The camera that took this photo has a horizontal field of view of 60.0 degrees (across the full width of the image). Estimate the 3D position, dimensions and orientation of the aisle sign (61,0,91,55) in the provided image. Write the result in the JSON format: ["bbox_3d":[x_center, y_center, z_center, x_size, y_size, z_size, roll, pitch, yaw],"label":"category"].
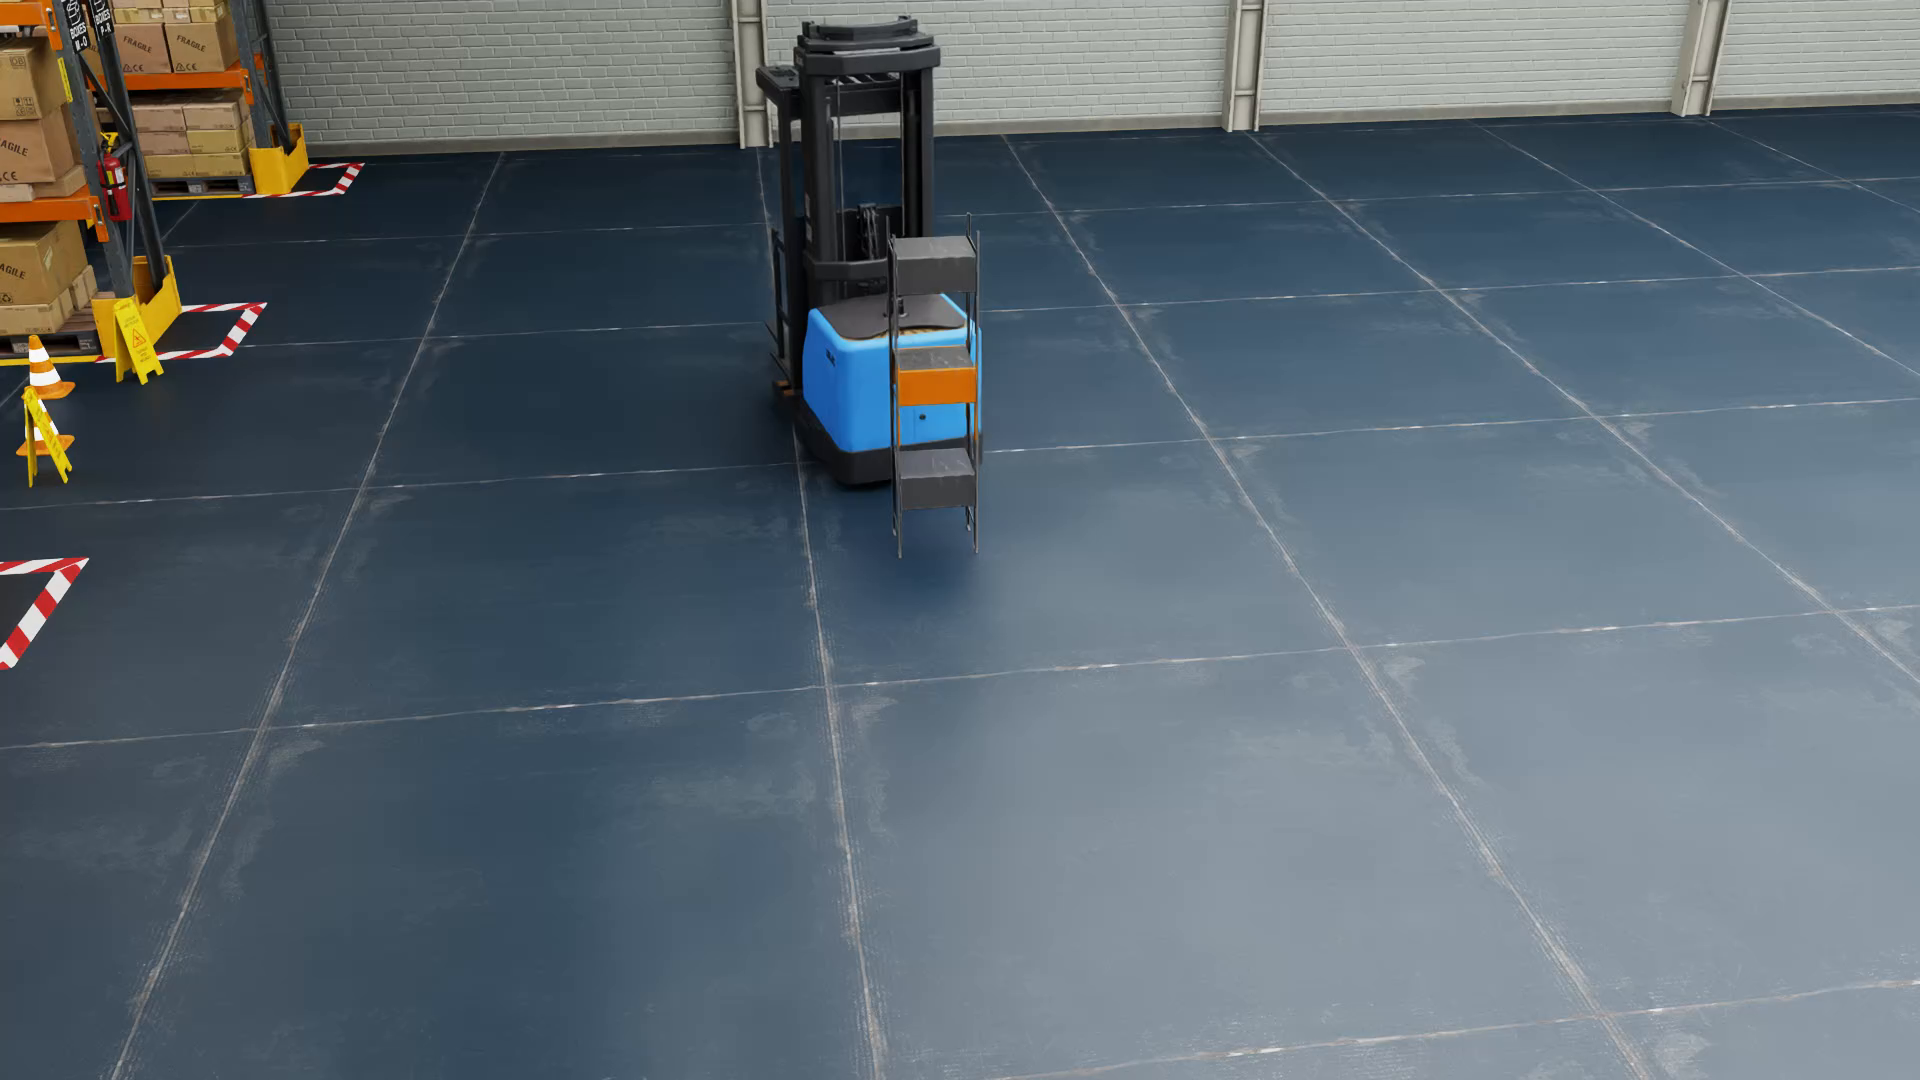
[{"bbox_3d":[-6.780,-4.133,12.671,0.004,0.787,0.394,-4,27,-7],"label":"aisle sign"}]

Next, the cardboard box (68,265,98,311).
[{"bbox_3d":[-7.719,-2.141,14.188,0.500,0.250,0.500,-4,27,-8],"label":"cardboard box"}]

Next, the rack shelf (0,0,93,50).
[{"bbox_3d":[-8.862,-3.991,12.744,4.000,0.370,1.077,-4,27,-7],"label":"rack shelf"}]

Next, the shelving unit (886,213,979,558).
[{"bbox_3d":[-0.164,-0.924,10.250,0.503,2.100,0.431,-4,27,-7],"label":"shelving unit"}]

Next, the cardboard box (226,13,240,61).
[{"bbox_3d":[-8.106,-5.486,18.046,0.500,0.500,0.500,-3,27,-5],"label":"cardboard box"}]

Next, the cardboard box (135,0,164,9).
[{"bbox_3d":[-8.398,-5.636,17.302,0.250,0.149,0.380,-3,27,-6],"label":"cardboard box"}]

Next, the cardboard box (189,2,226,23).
[{"bbox_3d":[-7.881,-5.531,17.424,0.250,0.149,0.380,-3,27,-6],"label":"cardboard box"}]

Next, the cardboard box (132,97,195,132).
[{"bbox_3d":[-8.494,-4.550,17.788,0.500,0.250,0.500,-3,27,-6],"label":"cardboard box"}]

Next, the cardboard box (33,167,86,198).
[{"bbox_3d":[-7.222,-2.871,13.335,0.250,0.149,0.380,-3,27,-5],"label":"cardboard box"}]

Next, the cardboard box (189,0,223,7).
[{"bbox_3d":[-7.902,-5.694,17.416,0.250,0.149,0.380,-4,27,-7],"label":"cardboard box"}]

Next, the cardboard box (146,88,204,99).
[{"bbox_3d":[-8.574,-4.777,18.231,0.500,0.250,0.500,-4,27,-7],"label":"cardboard box"}]

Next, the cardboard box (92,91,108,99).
[{"bbox_3d":[-9.579,-4.720,18.121,0.500,0.250,0.500,-4,27,-8],"label":"cardboard box"}]

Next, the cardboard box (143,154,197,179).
[{"bbox_3d":[-8.492,-4.110,18.027,0.500,0.250,0.500,-4,27,-7],"label":"cardboard box"}]

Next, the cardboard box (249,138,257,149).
[{"bbox_3d":[-8.091,-4.368,18.528,0.500,0.250,0.500,-4,27,-7],"label":"cardboard box"}]

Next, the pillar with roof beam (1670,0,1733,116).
[{"bbox_3d":[10.032,-7.578,15.662,0.400,9.000,9.100,-4,27,-7],"label":"pillar with roof beam"}]

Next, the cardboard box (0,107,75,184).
[{"bbox_3d":[-7.381,-3.121,13.112,0.500,0.500,0.500,-4,27,-8],"label":"cardboard box"}]

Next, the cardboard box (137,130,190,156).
[{"bbox_3d":[-8.514,-4.334,17.914,0.500,0.250,0.500,-4,27,-8],"label":"cardboard box"}]

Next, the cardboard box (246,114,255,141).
[{"bbox_3d":[-8.072,-4.597,18.428,0.500,0.250,0.500,-3,27,-6],"label":"cardboard box"}]

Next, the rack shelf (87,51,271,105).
[{"bbox_3d":[-9.557,-4.900,17.801,4.000,0.370,1.077,-4,27,-7],"label":"rack shelf"}]

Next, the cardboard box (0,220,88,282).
[{"bbox_3d":[-7.743,-2.472,14.013,0.500,0.500,0.500,-5,28,-9],"label":"cardboard box"}]

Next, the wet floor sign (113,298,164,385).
[{"bbox_3d":[-6.545,-1.584,13.131,0.232,0.644,0.267,6,28,11],"label":"wet floor sign"}]

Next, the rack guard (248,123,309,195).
[{"bbox_3d":[-7.553,-4.236,18.459,0.348,0.500,1.175,-4,27,-7],"label":"rack guard"}]

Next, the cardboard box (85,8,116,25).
[{"bbox_3d":[-8.901,-5.464,17.293,0.250,0.149,0.380,-5,28,-9],"label":"cardboard box"}]

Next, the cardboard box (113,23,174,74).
[{"bbox_3d":[-8.543,-5.213,17.514,0.500,0.500,0.500,-3,27,-5],"label":"cardboard box"}]

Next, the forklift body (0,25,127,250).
[{"bbox_3d":[-9.201,-4.024,16.237,1.214,2.155,2.313,-4,27,-7],"label":"forklift body"}]

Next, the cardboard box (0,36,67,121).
[{"bbox_3d":[-7.357,-3.594,12.938,0.500,0.500,0.700,-4,27,-8],"label":"cardboard box"}]

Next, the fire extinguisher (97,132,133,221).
[{"bbox_3d":[-6.704,-2.868,13.138,0.183,0.674,0.296,-4,27,-7],"label":"fire extinguisher"}]

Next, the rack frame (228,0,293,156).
[{"bbox_3d":[-7.577,-5.347,17.885,0.127,3.000,1.000,-4,27,-7],"label":"rack frame"}]

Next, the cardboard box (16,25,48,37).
[{"bbox_3d":[-9.546,-5.143,17.378,0.500,0.500,0.500,-3,27,-7],"label":"cardboard box"}]

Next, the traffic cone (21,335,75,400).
[{"bbox_3d":[-7.128,-1.364,12.902,0.334,0.463,0.336,-4,27,-7],"label":"traffic cone"}]

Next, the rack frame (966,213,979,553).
[{"bbox_3d":[0.078,-0.939,10.280,0.015,2.100,0.400,-4,27,-7],"label":"rack frame"}]

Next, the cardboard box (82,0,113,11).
[{"bbox_3d":[-8.897,-5.587,17.207,0.250,0.149,0.380,-3,27,-6],"label":"cardboard box"}]

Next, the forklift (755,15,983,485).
[{"bbox_3d":[-0.804,-2.335,12.090,1.130,2.935,3.031,-9,29,-17],"label":"forklift"}]

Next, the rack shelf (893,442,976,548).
[{"bbox_3d":[-0.164,-0.289,10.576,0.480,0.518,0.431,-4,27,-7],"label":"rack shelf"}]

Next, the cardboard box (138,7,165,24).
[{"bbox_3d":[-8.396,-5.513,17.388,0.250,0.149,0.380,-3,27,-6],"label":"cardboard box"}]

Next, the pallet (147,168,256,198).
[{"bbox_3d":[-8.328,-4.039,18.390,1.213,0.211,1.003,-4,27,-7],"label":"pallet"}]
